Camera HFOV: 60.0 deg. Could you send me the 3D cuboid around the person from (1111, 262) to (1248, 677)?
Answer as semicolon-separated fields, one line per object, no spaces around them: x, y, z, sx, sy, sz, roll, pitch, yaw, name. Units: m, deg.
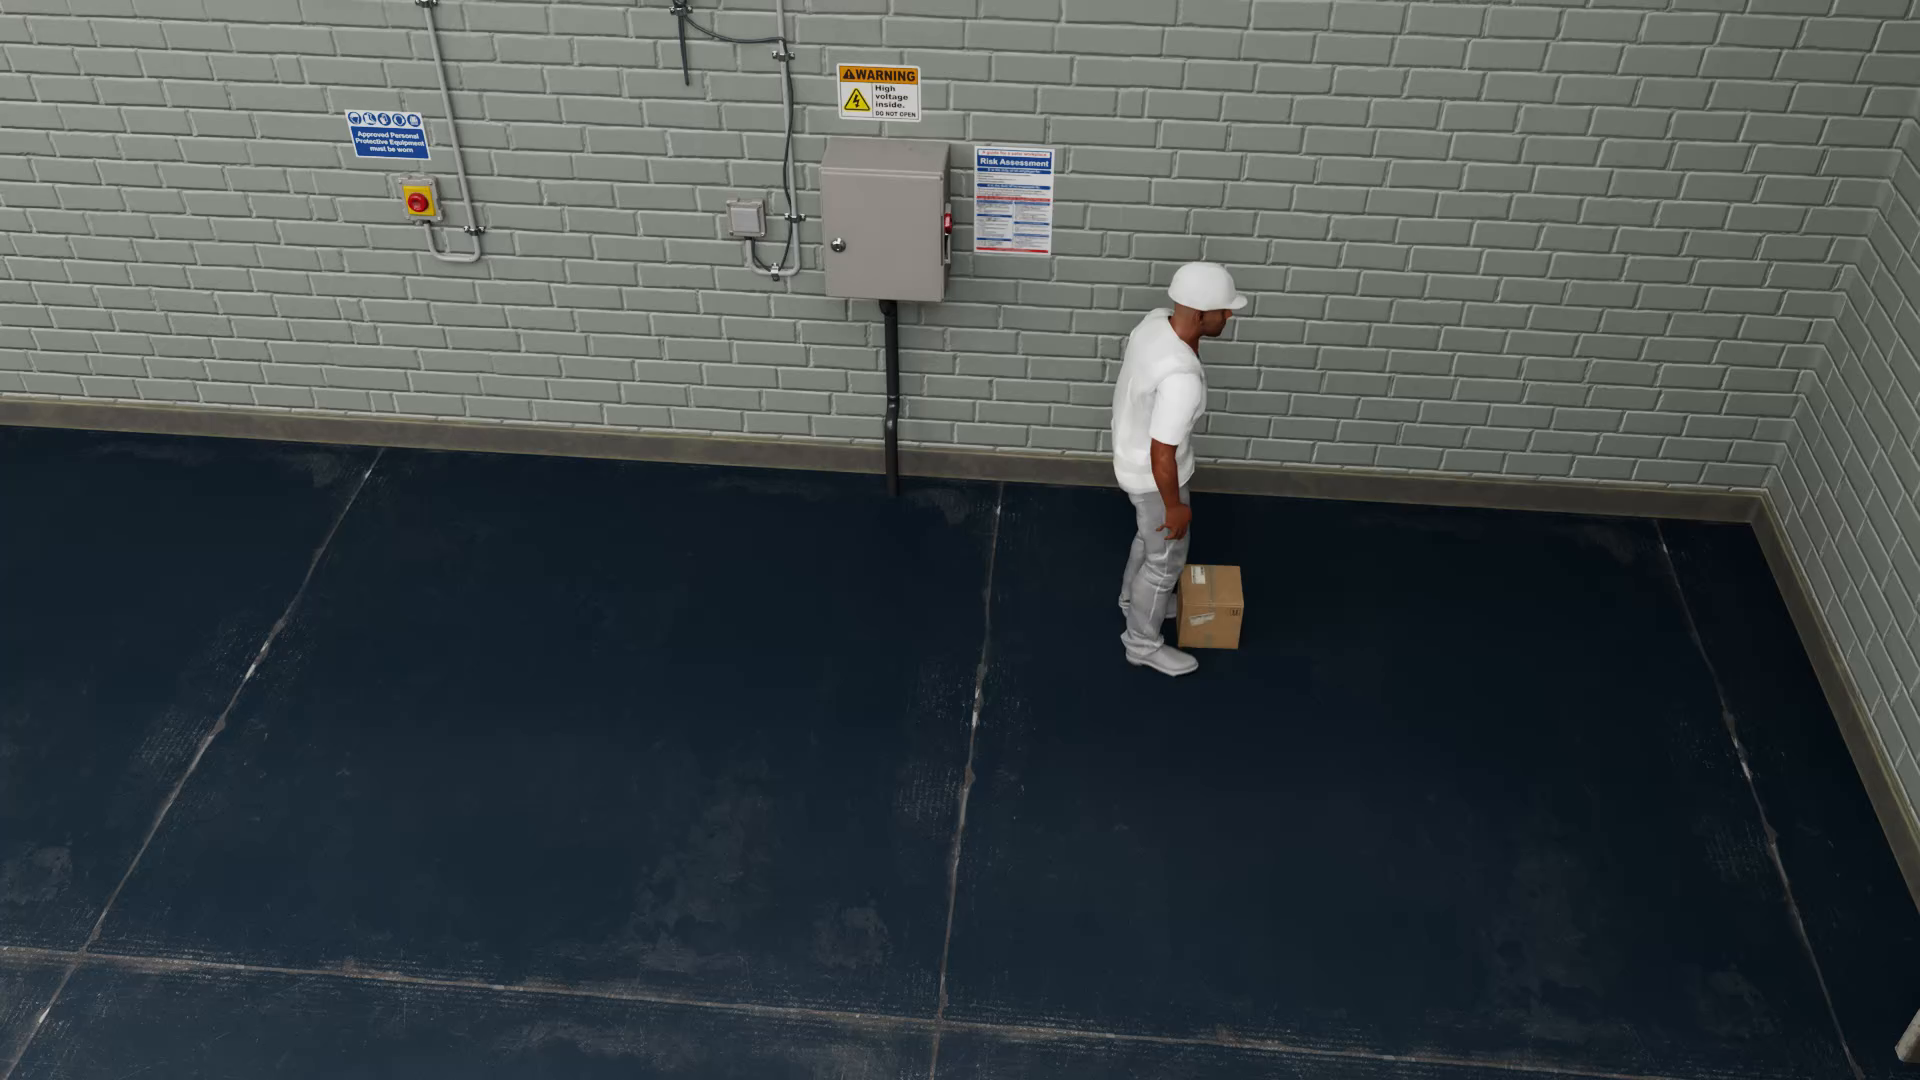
0.813;-0.296;6.497;0.461;1.759;0.629;1;40;1;person
